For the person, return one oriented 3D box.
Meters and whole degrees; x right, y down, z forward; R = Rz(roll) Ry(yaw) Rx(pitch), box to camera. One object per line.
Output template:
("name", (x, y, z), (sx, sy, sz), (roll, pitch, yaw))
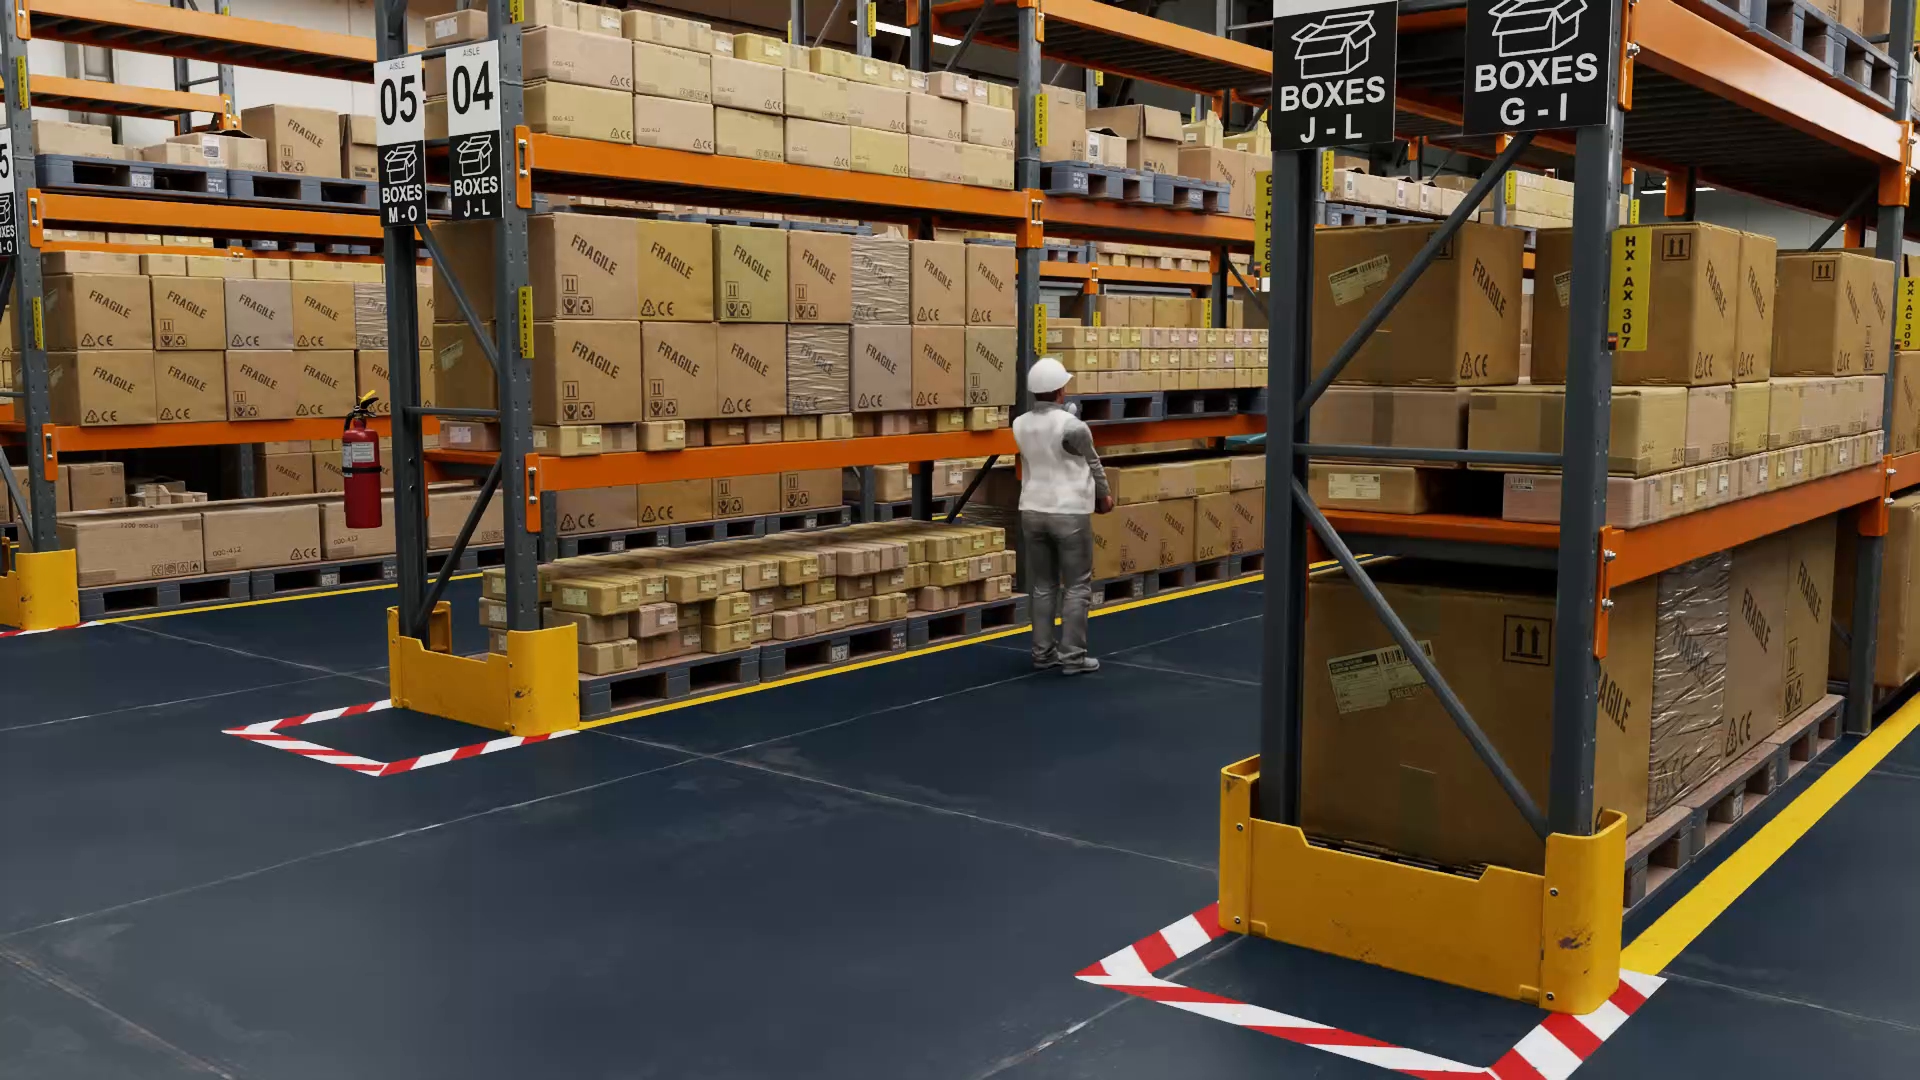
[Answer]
("person", (0.588, -0.145, 9.409), (0.494, 1.762, 0.556), (5, 8, 39))
